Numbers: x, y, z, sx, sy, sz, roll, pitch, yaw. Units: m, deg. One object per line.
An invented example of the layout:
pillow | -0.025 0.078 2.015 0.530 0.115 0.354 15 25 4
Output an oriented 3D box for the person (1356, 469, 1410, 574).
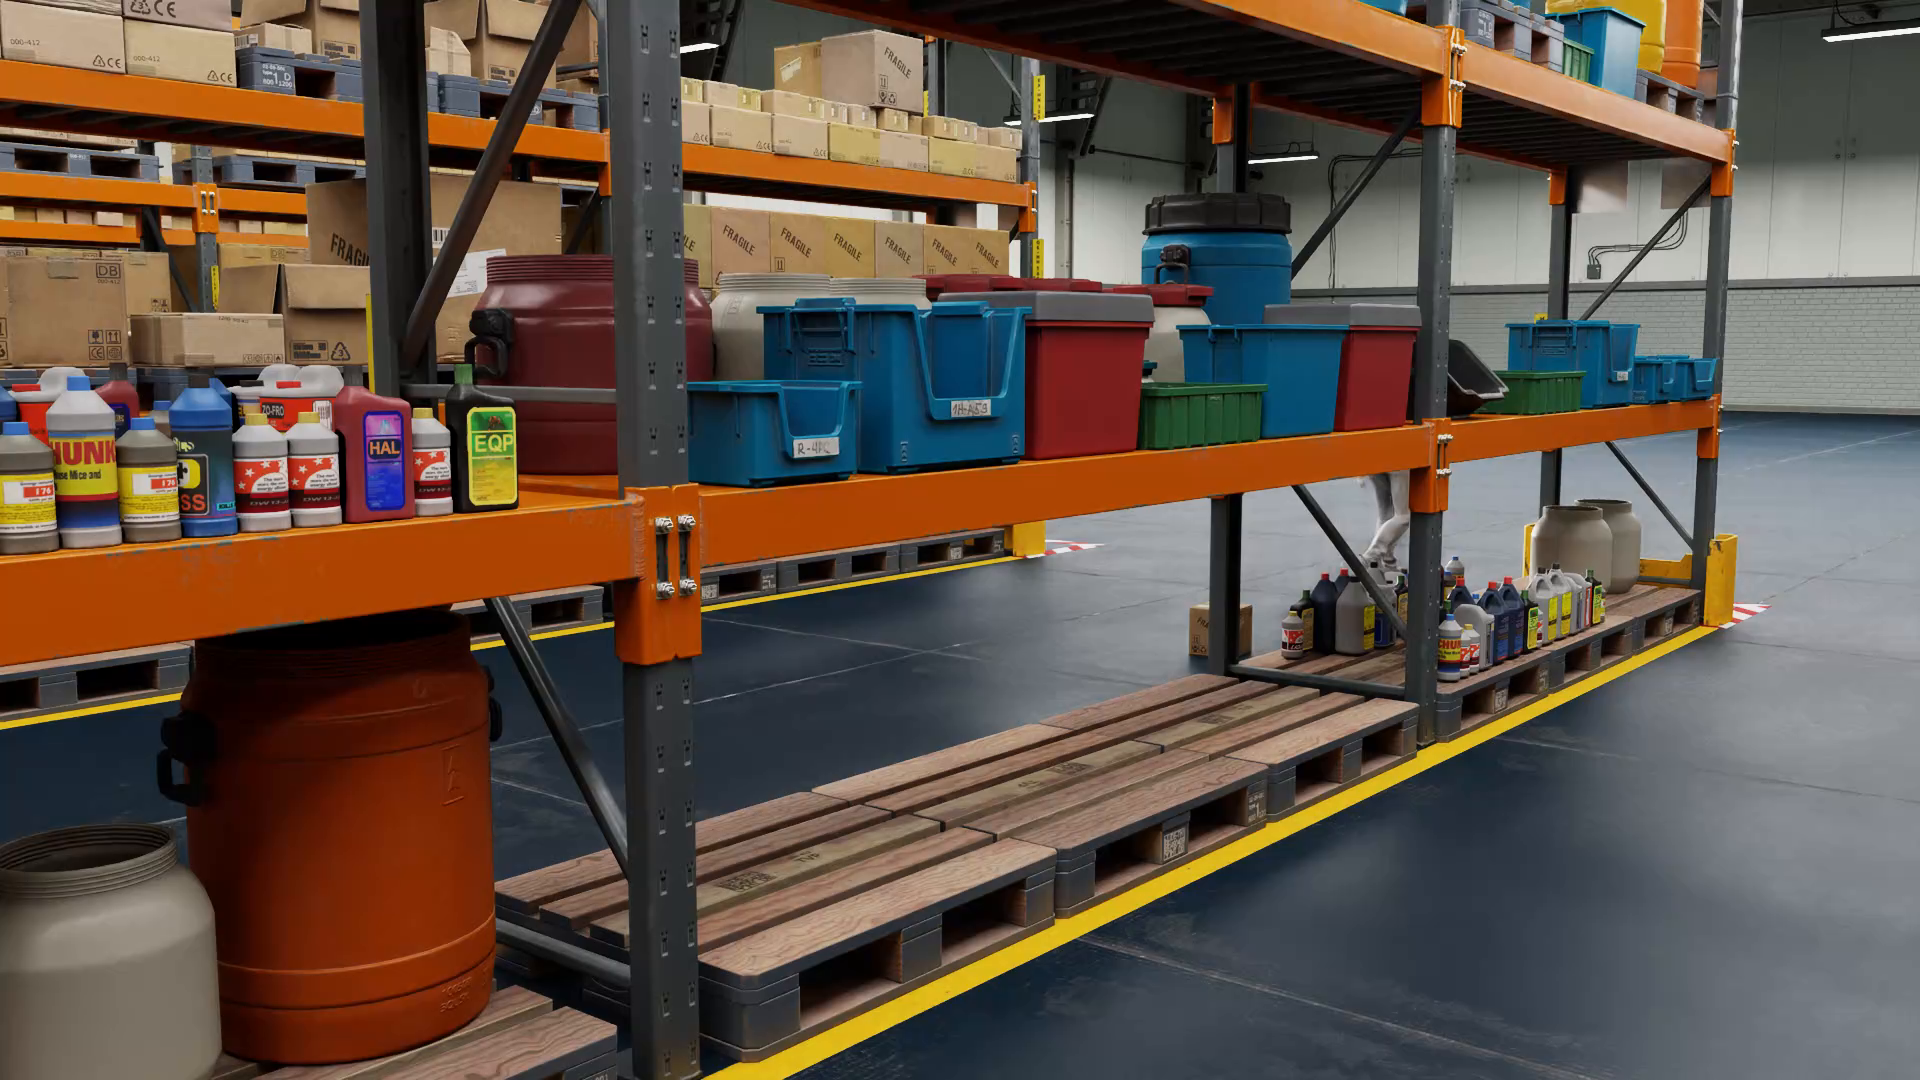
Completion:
person | 2.853 -0.527 11.021 0.496 1.649 0.841 6 9 42
